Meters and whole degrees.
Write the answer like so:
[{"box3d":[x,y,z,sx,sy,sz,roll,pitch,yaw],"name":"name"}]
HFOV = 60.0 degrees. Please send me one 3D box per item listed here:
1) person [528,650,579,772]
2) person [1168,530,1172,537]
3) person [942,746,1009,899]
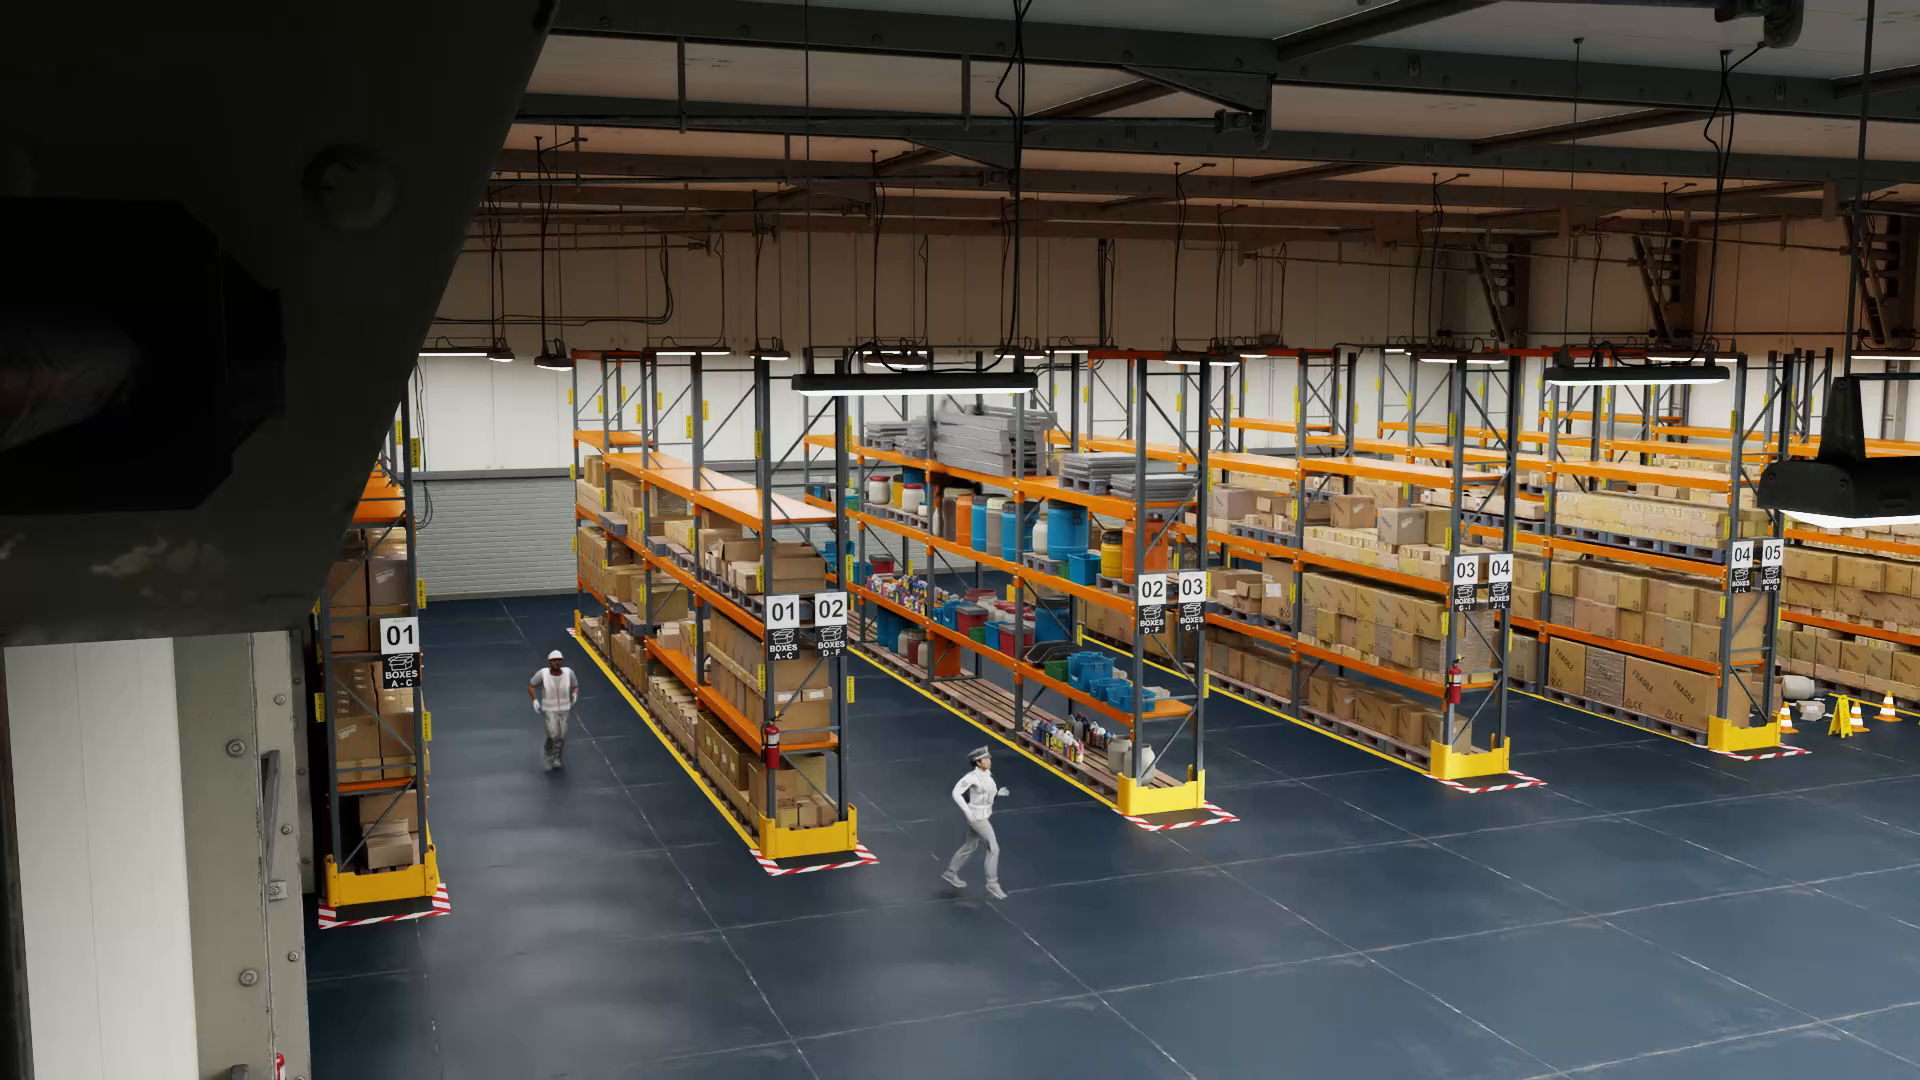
[{"box3d":[-5.820,2.473,24.051,0.679,1.765,0.660,-4,8,-31],"name":"person"},{"box3d":[4.841,0.603,39.315,0.743,1.725,0.693,1,7,8],"name":"person"},{"box3d":[0.182,3.170,18.815,0.775,1.754,0.584,2,7,13],"name":"person"}]
